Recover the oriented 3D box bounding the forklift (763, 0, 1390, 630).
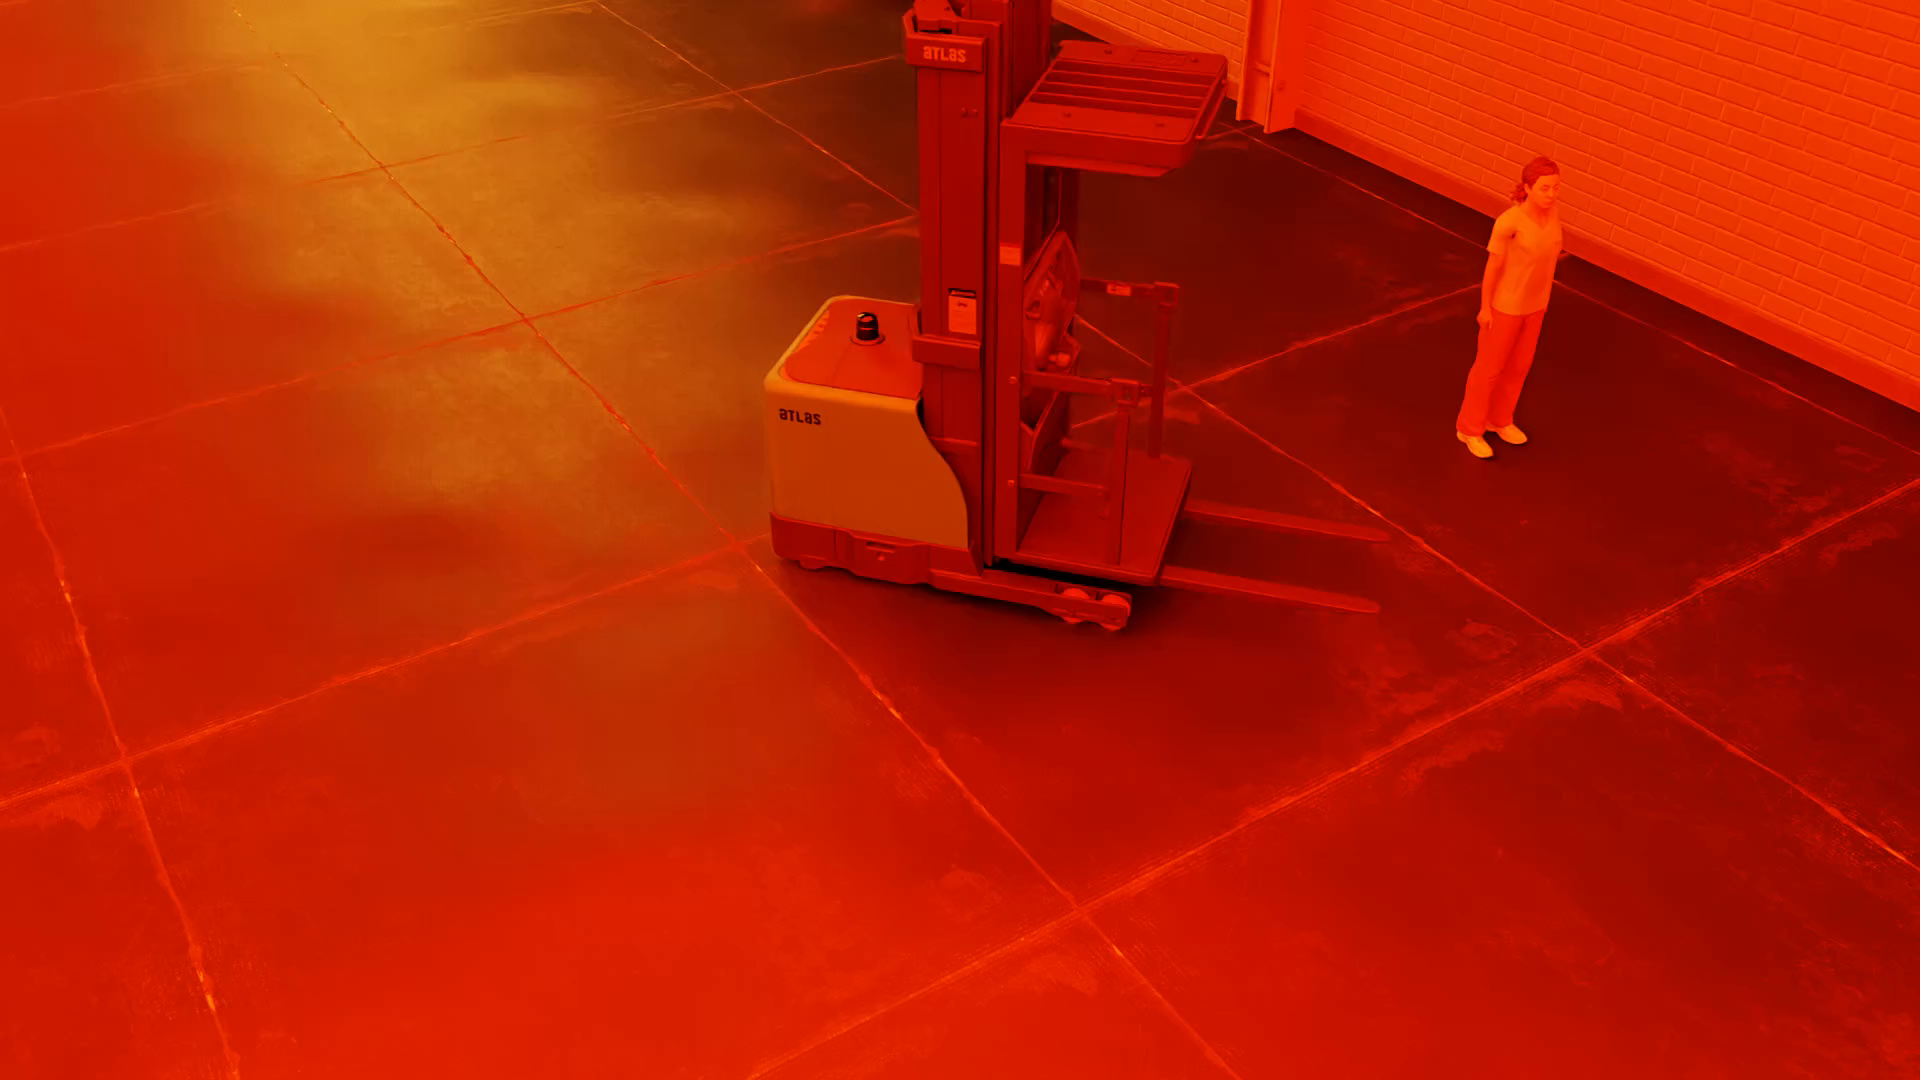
[{"bbox_3d":[0.614,-1.106,7.722,3.031,2.935,1.130,10,36,13],"label":"forklift"}]

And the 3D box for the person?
[{"bbox_3d":[3.028,-1.269,9.049,0.453,1.673,0.375,-17,39,-23],"label":"person"}]
